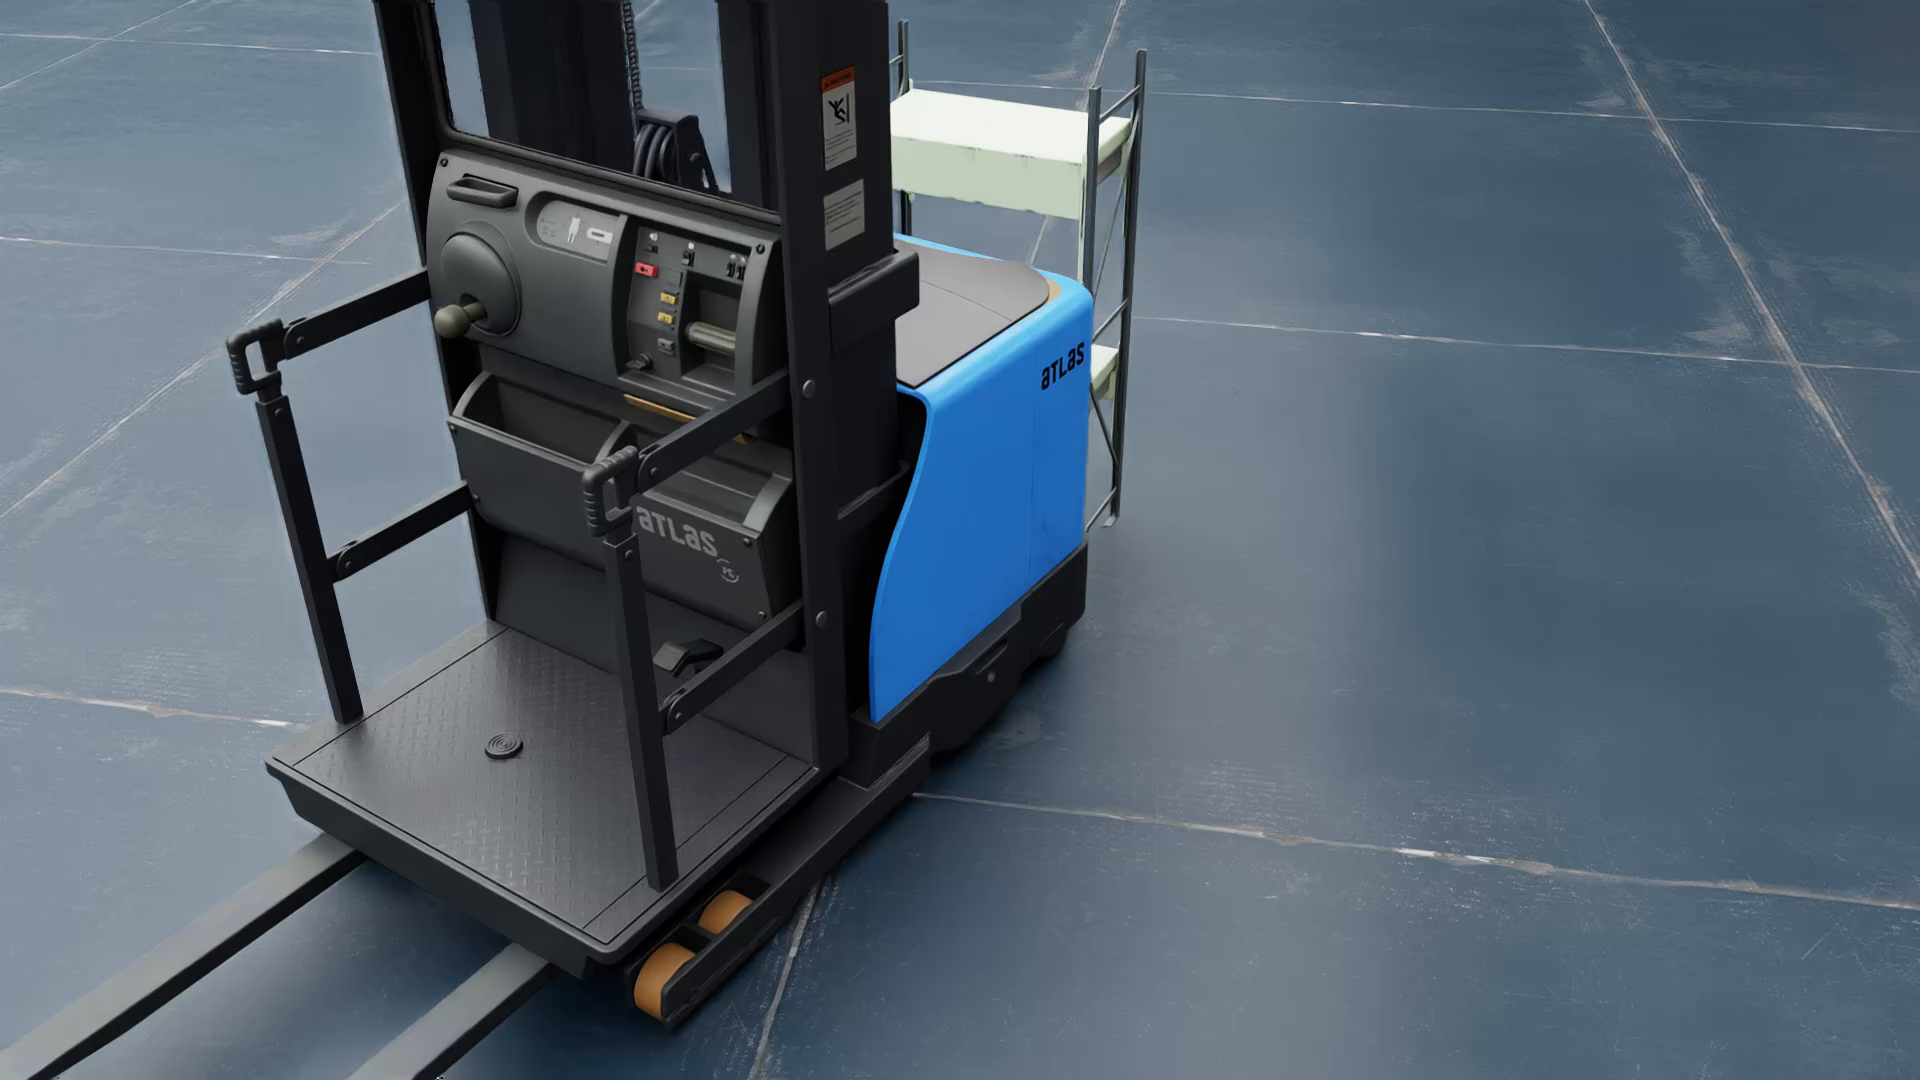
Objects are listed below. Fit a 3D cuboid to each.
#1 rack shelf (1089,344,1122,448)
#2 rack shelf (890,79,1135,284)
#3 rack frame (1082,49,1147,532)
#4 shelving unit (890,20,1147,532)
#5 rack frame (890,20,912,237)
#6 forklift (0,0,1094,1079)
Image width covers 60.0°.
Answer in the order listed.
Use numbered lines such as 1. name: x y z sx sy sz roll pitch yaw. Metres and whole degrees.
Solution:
1. rack shelf: 0.091 -0.426 5.131 0.720 0.370 0.431 14 35 21
2. rack shelf: 0.091 -1.033 4.751 0.720 0.370 0.431 14 35 21
3. rack frame: 0.424 -0.622 4.830 0.023 1.500 0.400 14 35 21
4. shelving unit: 0.091 -0.702 4.958 0.755 1.500 0.431 14 35 21
5. rack frame: -0.242 -0.783 5.087 0.023 1.500 0.400 14 35 21
6. forklift: -0.877 -0.492 3.273 1.130 2.935 3.031 20 37 28
